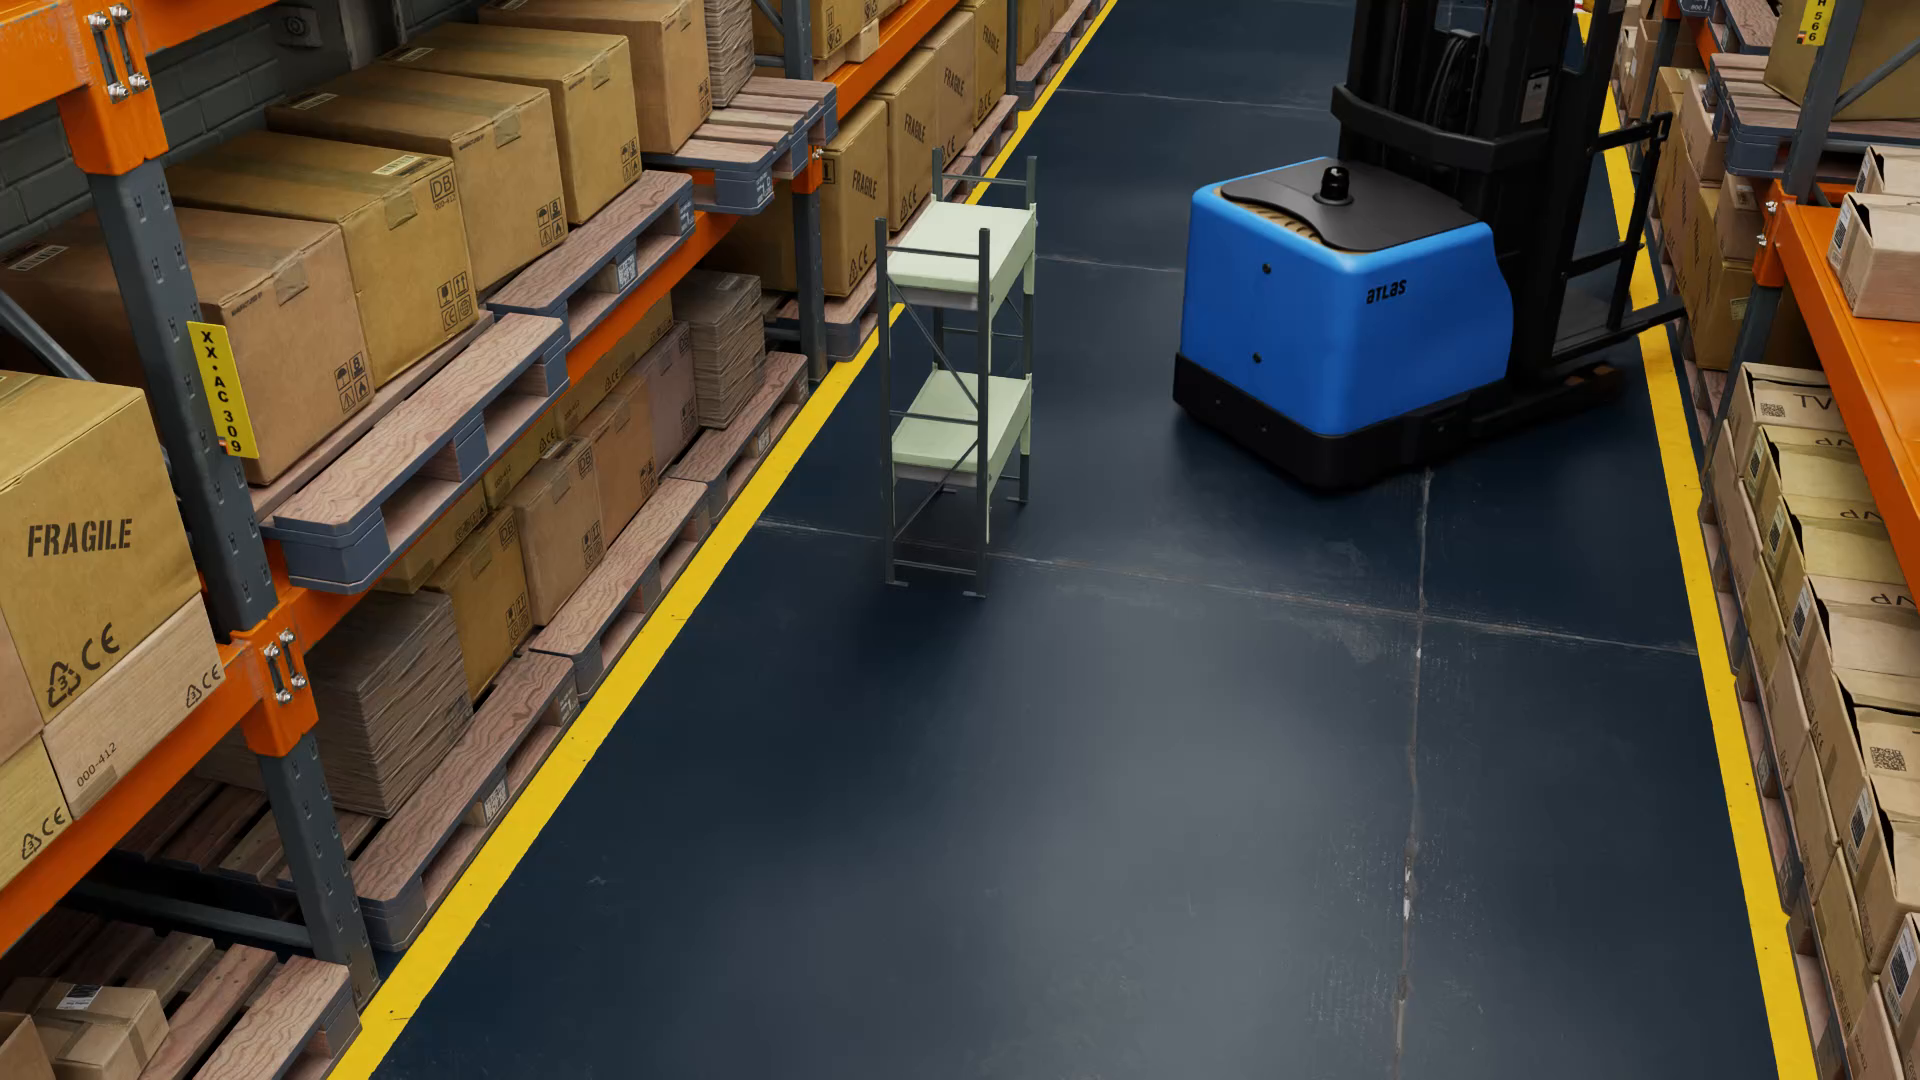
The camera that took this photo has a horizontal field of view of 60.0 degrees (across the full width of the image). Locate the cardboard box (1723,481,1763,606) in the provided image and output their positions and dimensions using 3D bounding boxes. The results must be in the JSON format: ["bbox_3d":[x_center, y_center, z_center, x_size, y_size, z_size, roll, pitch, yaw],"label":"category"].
[{"bbox_3d":[3.113,0.041,6.061,0.500,0.250,0.500,7,33,11],"label":"cardboard box"}]

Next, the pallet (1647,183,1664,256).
[{"bbox_3d":[4.502,-1.907,9.553,1.003,0.211,1.213,8,33,12],"label":"pallet"}]

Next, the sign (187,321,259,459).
[{"bbox_3d":[-1.624,-0.327,3.662,0.100,0.325,0.005,8,33,12],"label":"sign"}]

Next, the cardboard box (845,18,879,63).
[{"bbox_3d":[-0.607,-2.405,7.953,0.380,0.149,0.250,9,34,14],"label":"cardboard box"}]

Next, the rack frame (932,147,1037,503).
[{"bbox_3d":[0.091,-0.819,6.641,0.400,1.500,0.023,8,33,12],"label":"rack frame"}]

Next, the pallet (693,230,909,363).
[{"bbox_3d":[-0.863,-1.330,8.645,1.003,0.211,1.213,8,33,12],"label":"pallet"}]

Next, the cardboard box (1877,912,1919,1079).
[{"bbox_3d":[2.467,1.138,3.813,0.500,0.311,0.500,8,33,12],"label":"cardboard box"}]

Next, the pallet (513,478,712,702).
[{"bbox_3d":[-1.647,0.106,6.387,1.003,0.211,1.213,8,33,12],"label":"pallet"}]

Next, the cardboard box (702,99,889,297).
[{"bbox_3d":[-0.823,-1.741,8.306,0.750,0.750,0.750,8,33,12],"label":"cardboard box"}]

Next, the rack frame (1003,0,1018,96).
[{"bbox_3d":[-0.121,-4.183,10.534,1.000,3.000,0.127,8,33,12],"label":"rack frame"}]

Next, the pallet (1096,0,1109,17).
[{"bbox_3d":[0.767,-4.657,13.878,1.003,0.211,1.213,8,33,12],"label":"pallet"}]

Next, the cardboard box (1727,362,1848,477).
[{"bbox_3d":[3.239,-0.457,6.321,0.500,0.311,0.500,9,34,14],"label":"cardboard box"}]

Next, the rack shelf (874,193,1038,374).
[{"bbox_3d":[-0.002,-0.959,6.133,0.431,0.370,0.720,8,33,12],"label":"rack shelf"}]

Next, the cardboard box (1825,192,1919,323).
[{"bbox_3d":[3.242,-0.960,5.547,0.500,0.311,0.500,8,33,12],"label":"cardboard box"}]

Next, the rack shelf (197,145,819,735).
[{"bbox_3d":[-1.644,-0.766,5.830,1.077,0.370,4.000,8,33,12],"label":"rack shelf"}]

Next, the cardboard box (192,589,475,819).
[{"bbox_3d":[-1.980,0.453,5.161,0.700,0.500,0.500,9,34,14],"label":"cardboard box"}]

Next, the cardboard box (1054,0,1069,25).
[{"bbox_3d":[0.431,-4.206,12.509,0.700,0.500,0.500,9,33,14],"label":"cardboard box"}]

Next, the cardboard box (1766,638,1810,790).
[{"bbox_3d":[2.856,0.577,5.217,0.500,0.250,0.500,9,33,13],"label":"cardboard box"}]

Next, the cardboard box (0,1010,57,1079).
[{"bbox_3d":[-2.376,1.381,3.701,0.500,0.500,0.500,6,33,9],"label":"cardboard box"}]

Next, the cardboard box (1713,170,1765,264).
[{"bbox_3d":[3.677,-1.429,7.424,0.500,0.250,0.500,9,34,14],"label":"cardboard box"}]

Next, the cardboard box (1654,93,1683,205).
[{"bbox_3d":[4.188,-2.145,9.249,0.500,0.500,0.500,8,33,13],"label":"cardboard box"}]

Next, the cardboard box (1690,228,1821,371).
[{"bbox_3d":[3.667,-1.083,7.578,0.500,0.500,0.500,9,34,14],"label":"cardboard box"}]

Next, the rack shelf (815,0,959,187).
[{"bbox_3d":[-0.629,-2.842,9.095,1.077,0.370,4.000,8,33,12],"label":"rack shelf"}]

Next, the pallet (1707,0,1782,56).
[{"bbox_3d":[4.145,-2.364,7.851,1.003,0.211,1.213,8,33,12],"label":"pallet"}]

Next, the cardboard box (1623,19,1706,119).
[{"bbox_3d":[4.542,-2.976,10.555,0.500,0.500,0.500,8,33,12],"label":"cardboard box"}]

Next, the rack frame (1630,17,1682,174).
[{"bbox_3d":[4.671,-3.511,9.477,1.000,3.000,0.127,8,33,12],"label":"rack frame"}]

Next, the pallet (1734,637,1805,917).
[{"bbox_3d":[3.098,0.795,5.303,1.003,0.211,1.213,8,33,12],"label":"pallet"}]

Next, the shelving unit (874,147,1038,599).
[{"bbox_3d":[-0.002,-0.629,6.342,0.431,1.500,0.755,8,33,12],"label":"shelving unit"}]

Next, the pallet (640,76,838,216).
[{"bbox_3d":[-1.214,-1.642,6.716,1.213,0.211,1.003,8,33,12],"label":"pallet"}]

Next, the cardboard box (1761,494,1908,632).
[{"bbox_3d":[2.983,0.081,5.475,0.500,0.311,0.500,7,33,11],"label":"cardboard box"}]

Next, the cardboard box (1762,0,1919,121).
[{"bbox_3d":[3.707,-1.997,6.610,0.700,0.500,0.500,-3,33,-4],"label":"cardboard box"}]

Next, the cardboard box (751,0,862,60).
[{"bbox_3d":[-0.765,-2.501,7.499,0.500,0.500,0.500,9,34,14],"label":"cardboard box"}]

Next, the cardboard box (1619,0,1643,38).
[{"bbox_3d":[5.020,-3.849,12.162,0.500,0.250,0.500,8,33,12],"label":"cardboard box"}]

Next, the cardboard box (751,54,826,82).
[{"bbox_3d":[-0.829,-2.149,7.551,0.380,0.149,0.250,8,33,12],"label":"cardboard box"}]

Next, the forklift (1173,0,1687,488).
[{"bbox_3d":[2.495,-2.047,7.239,3.031,2.935,1.130,-19,37,-27],"label":"forklift"}]

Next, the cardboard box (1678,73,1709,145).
[{"bbox_3d":[4.059,-2.221,8.669,0.500,0.250,0.500,8,33,12],"label":"cardboard box"}]

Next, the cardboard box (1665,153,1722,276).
[{"bbox_3d":[3.925,-1.625,8.430,0.500,0.500,0.500,7,33,11],"label":"cardboard box"}]

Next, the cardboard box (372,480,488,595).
[{"bbox_3d":[-1.872,-0.092,5.320,0.500,0.250,0.500,7,33,11],"label":"cardboard box"}]

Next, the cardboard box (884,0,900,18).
[{"bbox_3d":[-0.529,-2.821,8.607,0.380,0.149,0.250,9,33,13],"label":"cardboard box"}]

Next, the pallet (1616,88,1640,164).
[{"bbox_3d":[4.847,-2.690,10.785,1.003,0.211,1.213,8,33,12],"label":"pallet"}]

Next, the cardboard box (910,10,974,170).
[{"bbox_3d":[-0.383,-2.637,9.714,0.750,0.750,0.750,9,34,14],"label":"cardboard box"}]

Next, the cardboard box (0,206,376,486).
[{"bbox_3d":[-1.989,-0.519,4.268,0.700,0.500,0.500,8,33,13],"label":"cardboard box"}]

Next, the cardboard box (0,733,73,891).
[{"bbox_3d":[-2.113,0.567,3.183,0.500,0.250,0.500,8,33,13],"label":"cardboard box"}]

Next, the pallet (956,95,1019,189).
[{"bbox_3d":[-0.244,-2.596,10.637,1.003,0.211,1.213,8,33,12],"label":"pallet"}]

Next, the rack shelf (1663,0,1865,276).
[{"bbox_3d":[4.164,-2.169,8.037,1.077,0.370,4.000,8,33,12],"label":"rack shelf"}]

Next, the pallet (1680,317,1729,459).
[{"bbox_3d":[3.882,-0.641,7.561,1.003,0.211,1.213,8,33,12],"label":"pallet"}]

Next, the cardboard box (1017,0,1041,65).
[{"bbox_3d":[0.168,-3.680,11.681,0.700,0.500,0.500,8,33,13],"label":"cardboard box"}]

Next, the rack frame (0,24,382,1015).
[{"bbox_3d":[-2.151,-0.032,4.004,1.000,3.000,0.127,8,33,12],"label":"rack frame"}]

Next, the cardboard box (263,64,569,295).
[{"bbox_3d":[-1.703,-1.154,5.266,0.700,0.500,0.500,13,35,19],"label":"cardboard box"}]

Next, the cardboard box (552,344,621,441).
[{"bbox_3d":[-1.599,-0.619,6.149,0.500,0.250,0.500,8,33,12],"label":"cardboard box"}]

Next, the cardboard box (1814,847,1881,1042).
[{"bbox_3d":[2.596,1.107,4.385,0.500,0.250,0.500,8,33,12],"label":"cardboard box"}]

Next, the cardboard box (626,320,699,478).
[{"bbox_3d":[-1.512,-0.606,6.828,0.700,0.500,0.500,8,33,12],"label":"cardboard box"}]

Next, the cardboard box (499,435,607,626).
[{"bbox_3d":[-1.729,-0.081,6.002,0.700,0.500,0.500,8,33,13],"label":"cardboard box"}]

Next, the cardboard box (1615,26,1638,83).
[{"bbox_3d":[4.732,-3.285,11.218,0.500,0.311,0.500,8,33,12],"label":"cardboard box"}]

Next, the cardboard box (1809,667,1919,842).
[{"bbox_3d":[2.722,0.608,4.646,0.500,0.311,0.500,8,33,12],"label":"cardboard box"}]

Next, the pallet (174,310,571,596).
[{"bbox_3d":[-1.817,-0.328,4.648,1.003,0.211,1.213,8,33,12],"label":"pallet"}]

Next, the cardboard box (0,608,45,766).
[{"bbox_3d":[-2.093,0.254,2.977,0.500,0.500,0.500,8,33,12],"label":"cardboard box"}]

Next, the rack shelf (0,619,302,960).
[{"bbox_3d":[-2.659,1.310,2.565,1.077,0.370,4.000,8,33,12],"label":"rack shelf"}]

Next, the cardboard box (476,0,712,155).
[{"bbox_3d":[-1.361,-1.797,6.277,0.700,0.500,0.500,5,33,8],"label":"cardboard box"}]

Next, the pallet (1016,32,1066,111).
[{"bbox_3d":[0.148,-3.391,11.887,1.003,0.211,1.213,8,33,12],"label":"pallet"}]
